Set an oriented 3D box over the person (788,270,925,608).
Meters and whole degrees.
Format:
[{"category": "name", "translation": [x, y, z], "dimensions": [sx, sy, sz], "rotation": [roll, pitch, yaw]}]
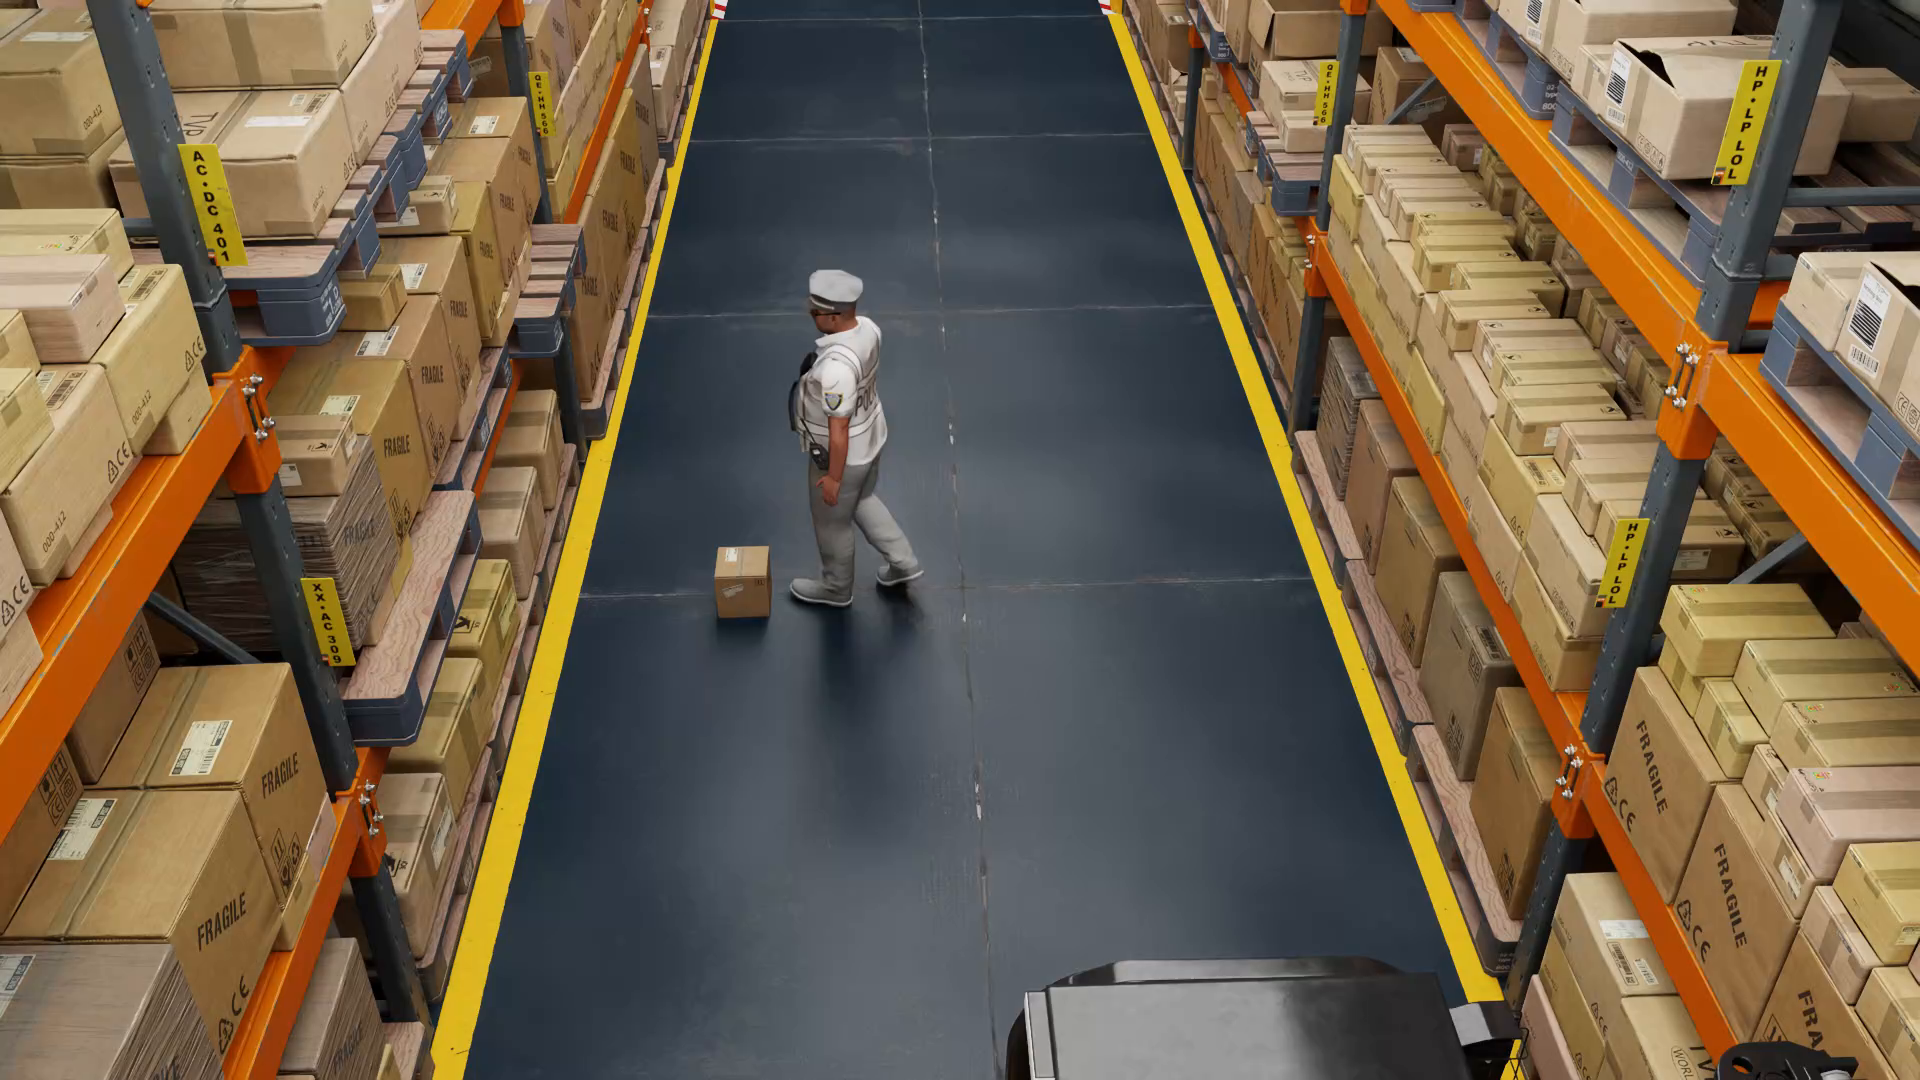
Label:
[{"category": "person", "translation": [-0.516, -0.430, 7.727], "dimensions": [0.657, 1.747, 0.554], "rotation": [10, 36, 14]}]
